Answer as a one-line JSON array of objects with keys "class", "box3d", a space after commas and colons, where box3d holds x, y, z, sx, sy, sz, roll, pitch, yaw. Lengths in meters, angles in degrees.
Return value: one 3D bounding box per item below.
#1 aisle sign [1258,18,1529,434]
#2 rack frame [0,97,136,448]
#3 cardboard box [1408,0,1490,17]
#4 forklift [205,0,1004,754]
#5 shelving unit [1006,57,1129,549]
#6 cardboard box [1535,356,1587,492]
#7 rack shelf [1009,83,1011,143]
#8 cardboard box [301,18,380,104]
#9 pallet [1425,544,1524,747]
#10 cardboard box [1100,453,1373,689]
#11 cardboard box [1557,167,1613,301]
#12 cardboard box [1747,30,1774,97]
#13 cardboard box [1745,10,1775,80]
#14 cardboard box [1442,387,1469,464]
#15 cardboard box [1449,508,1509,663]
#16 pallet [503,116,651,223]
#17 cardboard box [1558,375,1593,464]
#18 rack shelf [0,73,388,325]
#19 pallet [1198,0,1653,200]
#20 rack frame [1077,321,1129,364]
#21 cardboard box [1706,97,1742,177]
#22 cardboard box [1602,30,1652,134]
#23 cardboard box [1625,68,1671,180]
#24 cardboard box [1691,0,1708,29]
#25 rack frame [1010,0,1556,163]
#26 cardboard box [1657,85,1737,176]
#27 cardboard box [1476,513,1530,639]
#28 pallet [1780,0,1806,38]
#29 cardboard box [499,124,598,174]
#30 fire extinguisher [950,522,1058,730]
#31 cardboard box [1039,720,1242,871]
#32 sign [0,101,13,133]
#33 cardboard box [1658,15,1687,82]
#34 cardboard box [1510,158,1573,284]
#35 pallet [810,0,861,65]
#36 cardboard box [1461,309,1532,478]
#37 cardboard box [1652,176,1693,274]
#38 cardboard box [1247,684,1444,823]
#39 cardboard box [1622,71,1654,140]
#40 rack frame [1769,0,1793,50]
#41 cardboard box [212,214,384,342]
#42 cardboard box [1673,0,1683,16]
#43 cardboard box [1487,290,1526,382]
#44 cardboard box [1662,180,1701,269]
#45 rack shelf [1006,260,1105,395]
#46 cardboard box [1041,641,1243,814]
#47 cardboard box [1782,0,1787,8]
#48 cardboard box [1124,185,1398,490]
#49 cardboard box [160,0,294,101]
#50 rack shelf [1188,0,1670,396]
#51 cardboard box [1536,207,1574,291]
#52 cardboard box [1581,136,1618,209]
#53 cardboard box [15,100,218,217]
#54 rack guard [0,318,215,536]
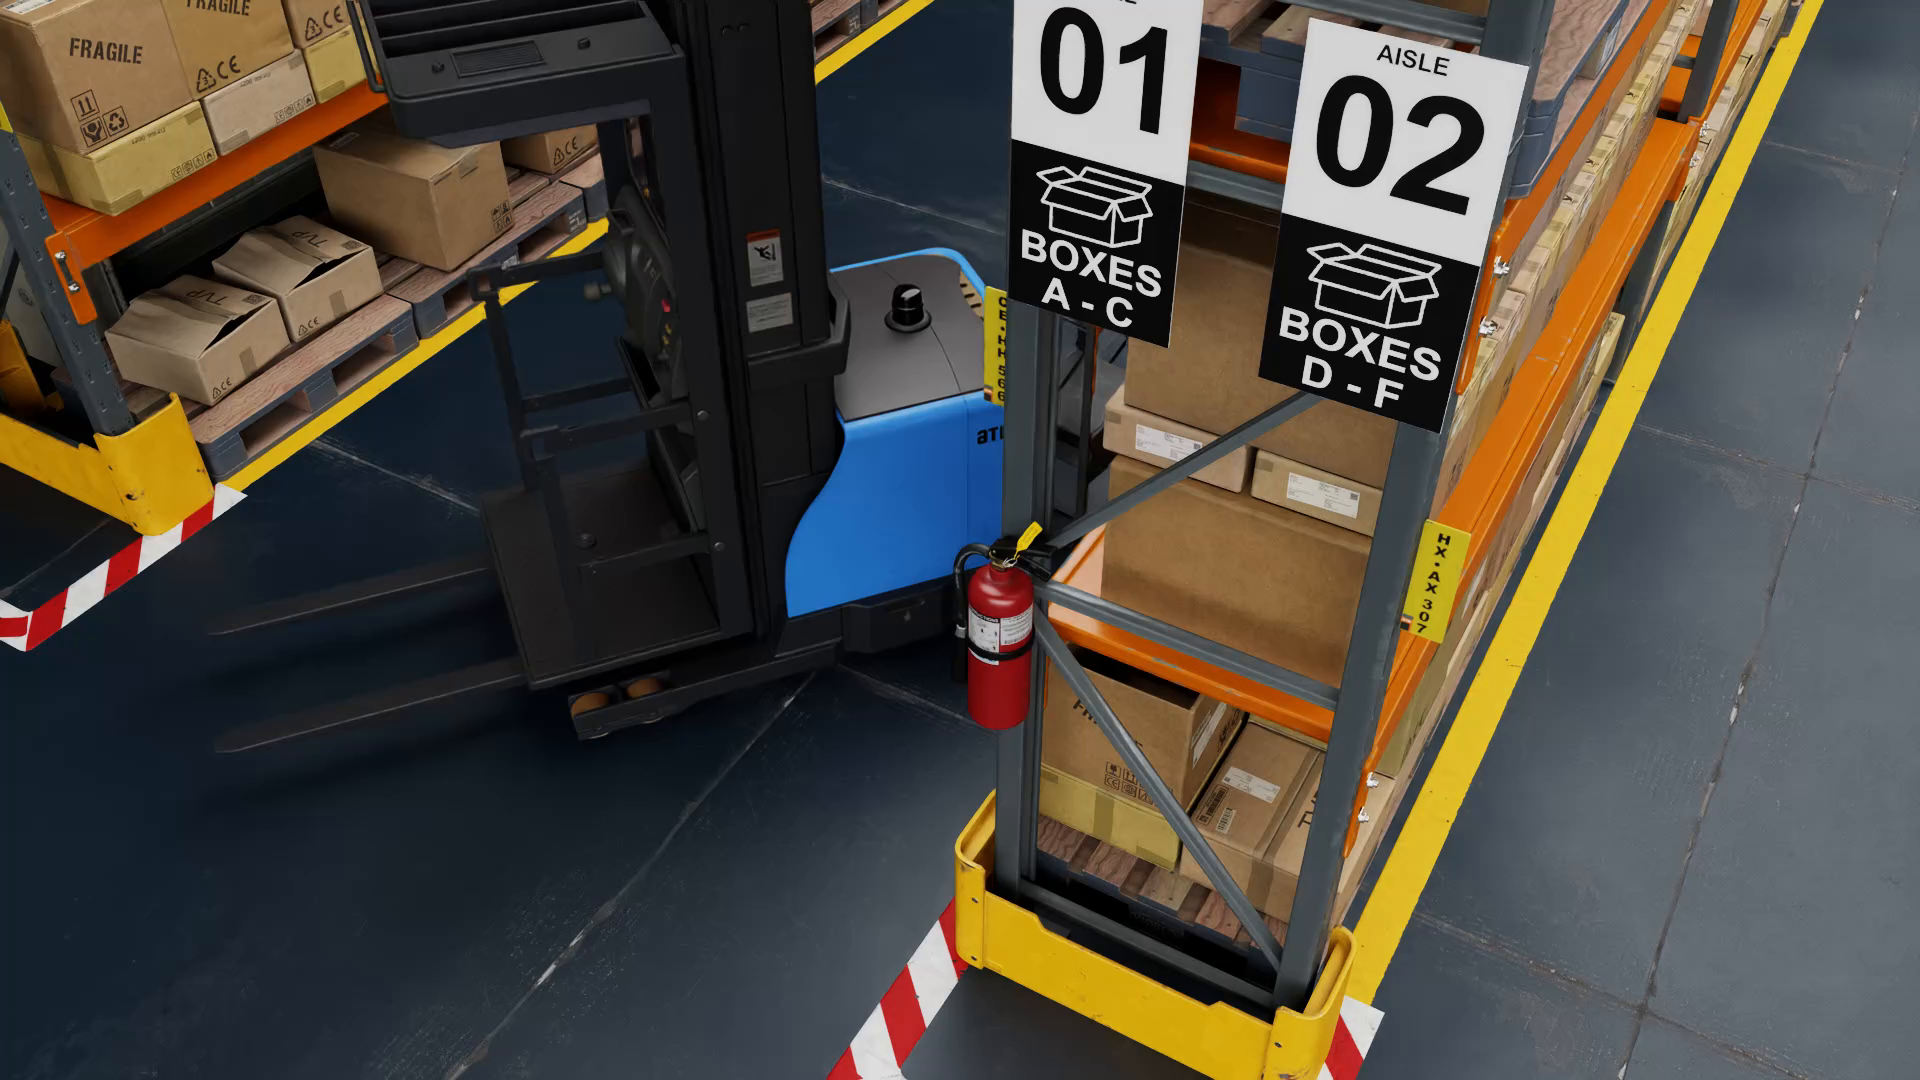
[{"class": "aisle sign", "box3d": [0.798, -0.575, 3.166, 0.394, 0.787, 0.004, 21, 45, 22]}, {"class": "rack frame", "box3d": [-3.725, -1.374, 6.041, 1.000, 3.000, 0.127, 21, 45, 22]}, {"class": "cardboard box", "box3d": [0.857, -1.440, 3.344, 0.797, 0.503, 0.637, 24, 47, 25]}, {"class": "forklift", "box3d": [-1.224, -0.790, 5.429, 3.031, 2.935, 1.130, -15, 43, -16]}, {"class": "shelving unit", "box3d": [0.485, -0.952, 6.242, 0.431, 2.100, 0.503, 28, 49, 28]}, {"class": "cardboard box", "box3d": [2.017, -0.527, 6.274, 0.500, 0.500, 0.500, 21, 45, 22]}, {"class": "rack shelf", "box3d": [0.485, -1.467, 5.788, 0.431, 0.518, 0.480, 28, 49, 28]}, {"class": "cardboard box", "box3d": [-2.699, -2.091, 6.953, 0.500, 0.250, 0.500, 20, 45, 21]}, {"class": "pallet", "box3d": [1.523, 0.162, 6.406, 1.003, 0.211, 1.213, 21, 45, 22]}, {"class": "cardboard box", "box3d": [0.810, -0.038, 4.448, 0.700, 0.500, 0.500, 21, 45, 22]}, {"class": "cardboard box", "box3d": [1.838, -1.218, 5.788, 0.700, 0.500, 0.500, 22, 46, 23]}, {"class": "cardboard box", "box3d": [4.262, -2.763, 9.381, 0.500, 0.250, 0.500, 20, 45, 22]}, {"class": "cardboard box", "box3d": [4.010, -2.683, 8.865, 0.500, 0.311, 0.500, 21, 45, 22]}, {"class": "cardboard box", "box3d": [1.078, -0.324, 4.282, 0.380, 0.149, 0.250, 20, 45, 21]}, {"class": "cardboard box", "box3d": [1.514, 0.045, 5.625, 0.500, 0.500, 0.500, 21, 45, 22]}, {"class": "pallet", "box3d": [-2.029, -2.220, 9.112, 1.003, 0.211, 1.213, 21, 45, 22]}, {"class": "cardboard box", "box3d": [2.266, -0.532, 6.847, 0.500, 0.250, 0.500, 21, 45, 22]}, {"class": "rack shelf", "box3d": [-2.724, -2.248, 7.578, 1.077, 0.370, 4.000, 21, 45, 22]}, {"class": "pallet", "box3d": [0.942, -1.226, 3.670, 1.003, 0.211, 1.213, 21, 45, 22]}, {"class": "rack frame", "box3d": [0.639, -1.077, 6.385, 0.400, 2.100, 0.015, 28, 49, 28]}, {"class": "cardboard box", "box3d": [3.753, -2.181, 8.720, 0.500, 0.250, 0.500, 22, 46, 23]}, {"class": "cardboard box", "box3d": [1.848, -1.719, 5.375, 0.700, 0.500, 0.500, 21, 45, 22]}, {"class": "cardboard box", "box3d": [2.351, -1.808, 6.458, 0.700, 0.500, 0.500, 20, 45, 21]}, {"class": "cardboard box", "box3d": [2.617, -2.081, 6.277, 0.380, 0.149, 0.250, 21, 45, 22]}, {"class": "rack frame", "box3d": [0.565, -1.989, 2.200, 1.000, 3.000, 0.127, 21, 45, 22]}, {"class": "cardboard box", "box3d": [3.503, -2.098, 8.201, 0.500, 0.311, 0.500, 19, 45, 21]}, {"class": "cardboard box", "box3d": [1.778, 0.045, 6.192, 0.500, 0.250, 0.500, 21, 45, 22]}, {"class": "pallet", "box3d": [4.975, -3.684, 10.773, 1.003, 0.211, 1.213, 21, 45, 22]}, {"class": "cardboard box", "box3d": [-2.208, -2.283, 8.631, 0.500, 0.500, 0.500, 18, 44, 19]}, {"class": "fire extinguisher", "box3d": [0.104, 0.205, 4.306, 0.296, 0.674, 0.183, 21, 45, 22]}, {"class": "cardboard box", "box3d": [0.578, 0.732, 5.412, 0.500, 0.250, 0.500, 21, 45, 22]}, {"class": "sign", "box3d": [-3.255, -1.520, 5.551, 0.100, 0.325, 0.005, 21, 45, 22]}, {"class": "cardboard box", "box3d": [2.362, -1.790, 5.946, 0.380, 0.149, 0.250, 20, 45, 21]}, {"class": "cardboard box", "box3d": [1.347, -1.147, 4.725, 0.700, 0.500, 0.500, 21, 46, 22]}, {"class": "pallet", "box3d": [-1.335, -3.062, 10.068, 1.003, 0.211, 1.213, 21, 45, 22]}, {"class": "cardboard box", "box3d": [1.322, -0.623, 5.112, 0.700, 0.500, 0.500, 21, 46, 22]}, {"class": "cardboard box", "box3d": [2.990, -1.517, 7.541, 0.500, 0.311, 0.500, 21, 46, 22]}, {"class": "cardboard box", "box3d": [1.273, 0.616, 5.544, 0.500, 0.250, 0.500, 21, 45, 22]}, {"class": "cardboard box", "box3d": [2.106, -1.500, 5.617, 0.380, 0.149, 0.250, 21, 45, 22]}, {"class": "rack frame", "box3d": [4.569, -4.315, 9.381, 1.000, 3.000, 0.127, 21, 45, 22]}, {"class": "cardboard box", "box3d": [-3.016, -1.222, 7.570, 0.500, 0.311, 0.500, 25, 47, 25]}, {"class": "cardboard box", "box3d": [2.351, -2.295, 6.029, 0.700, 0.500, 0.500, 21, 46, 22]}, {"class": "cardboard box", "box3d": [1.332, -0.610, 4.607, 0.380, 0.149, 0.250, 20, 45, 21]}, {"class": "cardboard box", "box3d": [3.240, -1.593, 8.052, 0.500, 0.250, 0.500, 22, 46, 23]}, {"class": "rack shelf", "box3d": [0.485, -0.942, 6.251, 0.431, 0.518, 0.480, 28, 49, 28]}, {"class": "cardboard box", "box3d": [0.576, 0.450, 5.165, 0.500, 0.500, 0.500, 21, 45, 22]}, {"class": "cardboard box", "box3d": [4.520, -3.270, 9.533, 0.500, 0.311, 0.500, 22, 46, 23]}, {"class": "cardboard box", "box3d": [0.837, -0.555, 4.054, 0.700, 0.500, 0.500, 21, 46, 22]}, {"class": "cardboard box", "box3d": [-2.970, -2.060, 6.350, 0.500, 0.500, 0.500, 21, 46, 22]}, {"class": "rack shelf", "box3d": [1.566, -1.738, 4.729, 1.077, 0.370, 4.000, 21, 45, 22]}, {"class": "cardboard box", "box3d": [1.591, -0.910, 4.947, 0.380, 0.149, 0.250, 20, 45, 22]}, {"class": "cardboard box", "box3d": [1.849, -1.202, 5.279, 0.380, 0.149, 0.250, 22, 46, 23]}, {"class": "cardboard box", "box3d": [-3.206, -1.499, 6.281, 0.500, 0.250, 0.500, 20, 45, 21]}, {"class": "rack guard", "box3d": [-3.687, -0.479, 6.916, 1.175, 0.500, 0.348, 21, 45, 22]}]
